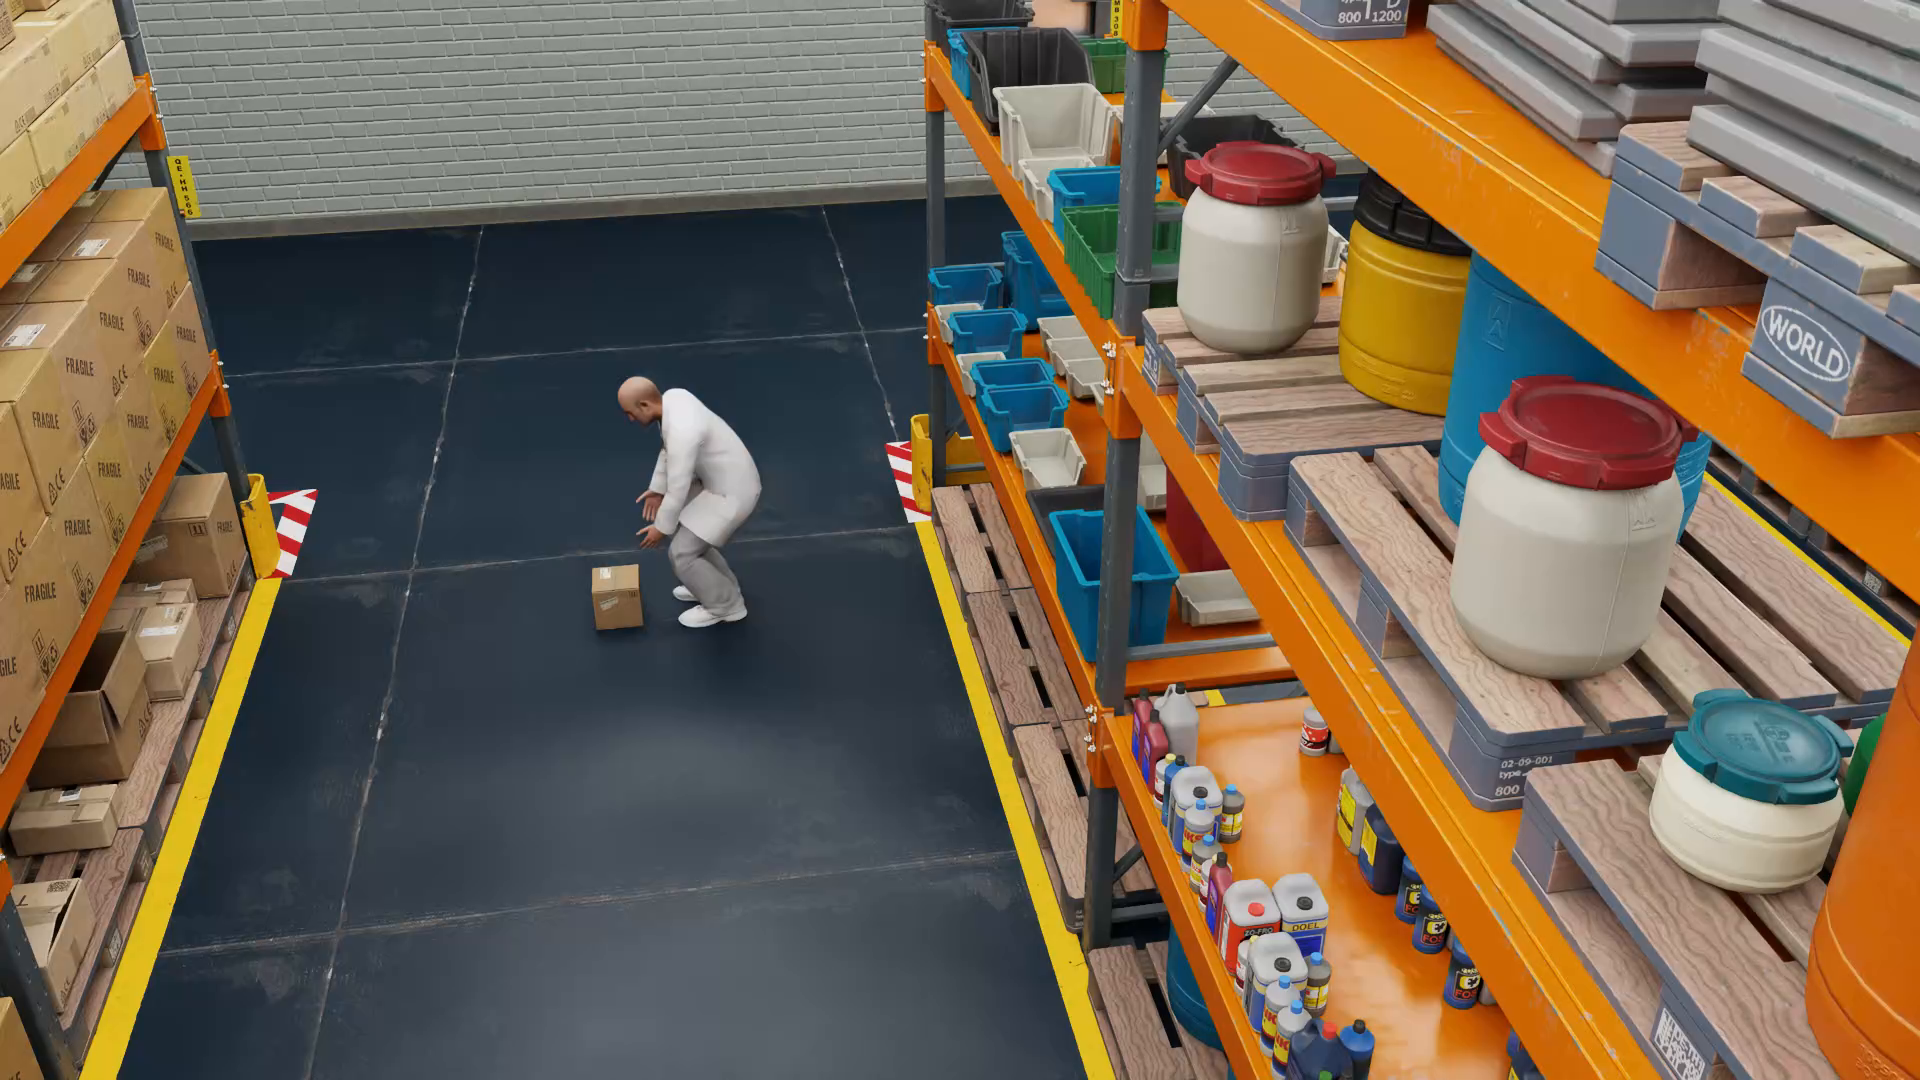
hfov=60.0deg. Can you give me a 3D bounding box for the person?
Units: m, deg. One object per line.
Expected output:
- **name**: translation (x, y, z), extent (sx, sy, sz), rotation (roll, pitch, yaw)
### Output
- **person**: translation (-1.406, -0.222, 8.877), extent (0.701, 1.440, 0.629), rotation (-5, 31, -9)
